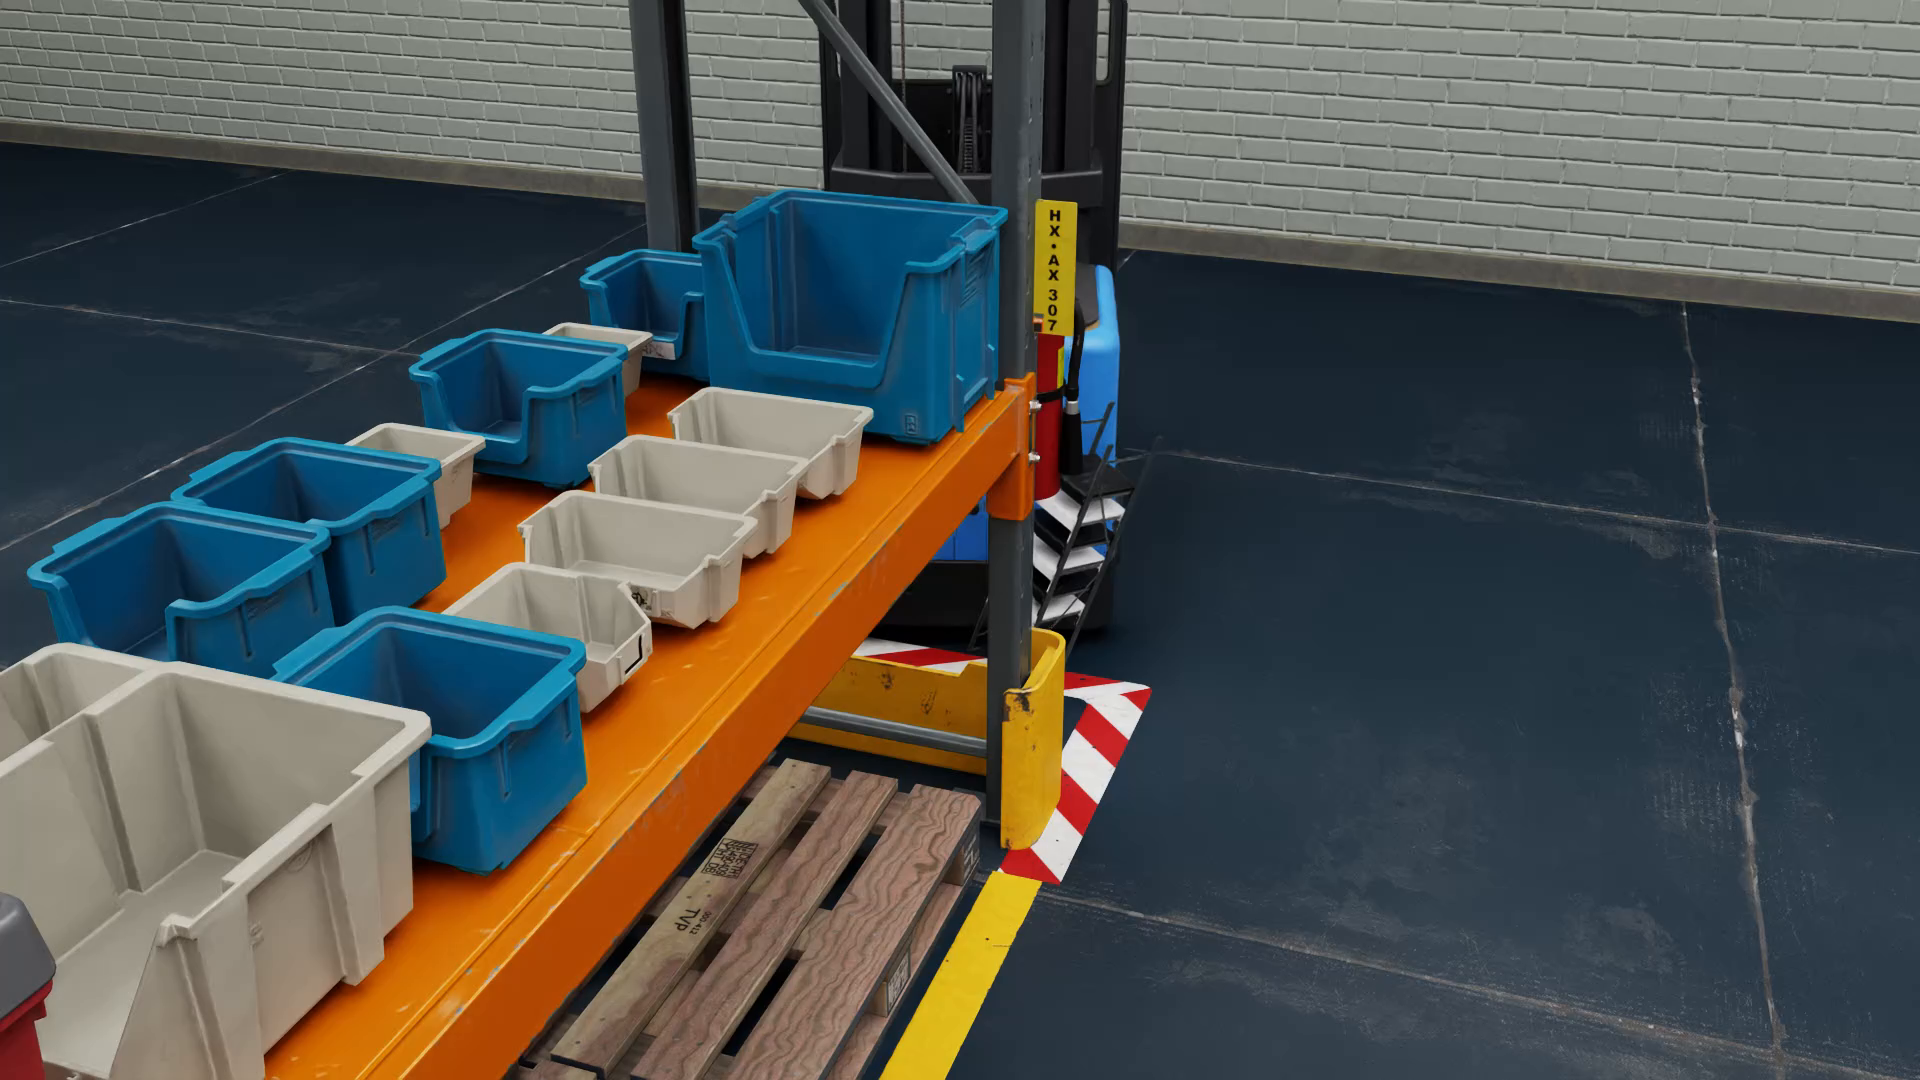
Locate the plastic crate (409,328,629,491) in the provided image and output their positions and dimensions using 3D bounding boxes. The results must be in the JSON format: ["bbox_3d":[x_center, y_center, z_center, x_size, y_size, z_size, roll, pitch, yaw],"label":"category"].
[{"bbox_3d":[-0.910,-0.271,3.492,0.416,0.233,0.300,9,27,17],"label":"plastic crate"}]

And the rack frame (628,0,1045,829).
[{"bbox_3d":[-0.299,-0.644,4.138,1.000,3.000,0.127,9,27,17],"label":"rack frame"}]

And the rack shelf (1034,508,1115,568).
[{"bbox_3d":[0.325,-0.021,5.071,0.258,0.077,0.200,-11,42,-43],"label":"rack shelf"}]

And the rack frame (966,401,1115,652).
[{"bbox_3d":[0.244,-0.031,5.153,0.240,0.900,0.006,-11,42,-43],"label":"rack frame"}]

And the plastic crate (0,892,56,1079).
[{"bbox_3d":[-1.096,0.613,1.399,0.402,0.464,0.583,9,27,17],"label":"plastic crate"}]

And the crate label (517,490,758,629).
[{"bbox_3d":[-0.579,0.044,2.951,0.396,0.136,0.243,9,27,17],"label":"crate label"}]

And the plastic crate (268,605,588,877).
[{"bbox_3d":[-0.740,0.285,2.342,0.416,0.233,0.300,9,27,17],"label":"plastic crate"}]

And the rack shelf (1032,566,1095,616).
[{"bbox_3d":[0.271,0.127,5.158,0.258,0.077,0.200,-11,42,-43],"label":"rack shelf"}]

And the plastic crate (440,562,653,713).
[{"bbox_3d":[-0.660,0.168,2.694,0.298,0.136,0.250,9,27,17],"label":"plastic crate"}]

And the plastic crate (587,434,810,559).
[{"bbox_3d":[-0.509,-0.074,3.195,0.396,0.136,0.243,9,27,17],"label":"plastic crate"}]

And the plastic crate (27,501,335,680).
[{"bbox_3d":[-1.229,0.122,2.678,0.416,0.233,0.300,9,27,17],"label":"plastic crate"}]

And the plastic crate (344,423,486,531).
[{"bbox_3d":[-1.102,-0.100,3.248,0.250,0.136,0.298,9,27,17],"label":"plastic crate"}]

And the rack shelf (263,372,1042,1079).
[{"bbox_3d":[-0.964,0.502,2.597,1.077,0.370,4.000,9,27,17],"label":"rack shelf"}]

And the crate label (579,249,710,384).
[{"bbox_3d":[-0.691,-0.542,4.051,0.416,0.233,0.303,9,27,17],"label":"crate label"}]

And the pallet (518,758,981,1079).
[{"bbox_3d":[-0.610,0.944,4.057,1.003,0.211,1.213,9,27,17],"label":"pallet"}]

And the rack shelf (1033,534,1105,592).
[{"bbox_3d":[0.298,0.053,5.114,0.258,0.077,0.200,-11,42,-43],"label":"rack shelf"}]

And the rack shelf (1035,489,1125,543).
[{"bbox_3d":[0.353,-0.095,5.027,0.258,0.077,0.200,-11,42,-43],"label":"rack shelf"}]

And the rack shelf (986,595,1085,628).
[{"bbox_3d":[0.243,0.200,5.201,0.258,0.077,0.200,-11,42,-43],"label":"rack shelf"}]

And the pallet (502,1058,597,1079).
[{"bbox_3d":[-1.017,1.444,3.025,1.003,0.211,1.213,9,27,17],"label":"pallet"}]

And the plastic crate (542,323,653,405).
[{"bbox_3d":[-0.876,-0.379,3.824,0.250,0.136,0.298,9,27,17],"label":"plastic crate"}]

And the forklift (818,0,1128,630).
[{"bbox_3d":[0.057,-1.626,6.245,1.130,2.935,3.031,1,26,3],"label":"forklift"}]

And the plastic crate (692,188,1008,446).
[{"bbox_3d":[-0.234,-0.522,3.777,0.616,0.435,0.499,9,27,17],"label":"plastic crate"}]

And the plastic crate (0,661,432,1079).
[{"bbox_3d":[-0.948,0.425,1.997,0.437,0.282,0.530,9,27,17],"label":"plastic crate"}]

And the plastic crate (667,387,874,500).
[{"bbox_3d":[-0.399,-0.191,3.436,0.396,0.136,0.243,9,27,17],"label":"plastic crate"}]

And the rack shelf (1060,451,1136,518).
[{"bbox_3d":[0.380,-0.169,4.984,0.258,0.077,0.200,-11,42,-43],"label":"rack shelf"}]

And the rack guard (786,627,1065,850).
[{"bbox_3d":[-0.303,0.469,4.707,1.175,0.500,0.348,9,27,17],"label":"rack guard"}]

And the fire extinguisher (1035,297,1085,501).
[{"bbox_3d":[0.180,-0.438,4.228,0.296,0.674,0.183,9,27,17],"label":"fire extinguisher"}]

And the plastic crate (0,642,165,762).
[{"bbox_3d":[-1.334,0.332,2.356,0.293,0.136,0.466,9,27,17],"label":"plastic crate"}]

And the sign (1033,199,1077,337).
[{"bbox_3d":[0.225,-0.644,3.952,0.100,0.325,0.005,9,27,17],"label":"sign"}]

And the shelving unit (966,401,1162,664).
[{"bbox_3d":[0.308,0.025,5.098,0.258,0.900,0.210,-11,42,-43],"label":"shelving unit"}]

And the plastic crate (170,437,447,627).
[{"bbox_3d":[-1.130,-0.001,2.933,0.416,0.233,0.300,9,27,17],"label":"plastic crate"}]

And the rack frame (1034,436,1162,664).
[{"bbox_3d":[0.372,0.082,5.043,0.240,0.900,0.006,-11,42,-43],"label":"rack frame"}]
